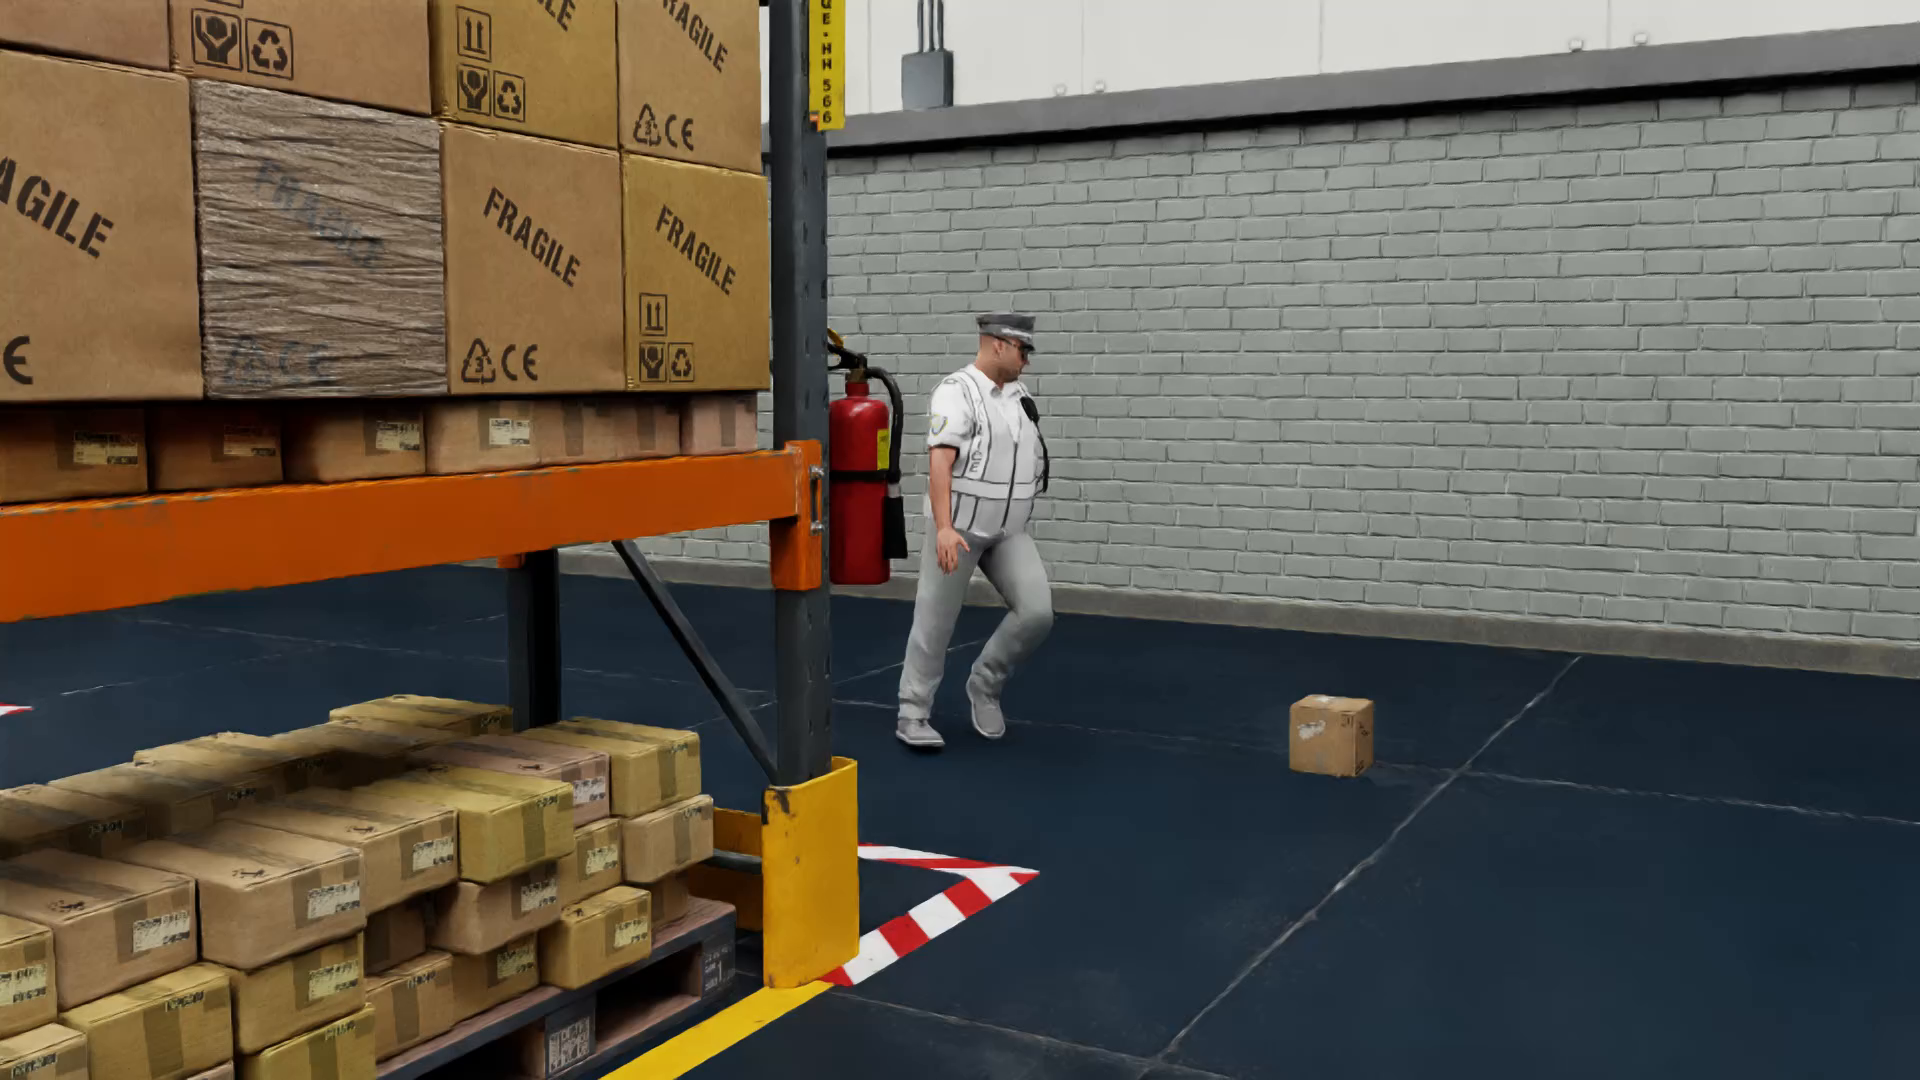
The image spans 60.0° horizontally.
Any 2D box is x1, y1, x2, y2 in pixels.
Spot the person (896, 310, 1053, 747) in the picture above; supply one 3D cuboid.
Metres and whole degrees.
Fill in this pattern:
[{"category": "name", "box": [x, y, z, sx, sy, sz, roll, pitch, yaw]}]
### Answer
[{"category": "person", "box": [0.066, -0.045, 6.563, 0.626, 1.711, 0.524, -4, 7, -34]}]
